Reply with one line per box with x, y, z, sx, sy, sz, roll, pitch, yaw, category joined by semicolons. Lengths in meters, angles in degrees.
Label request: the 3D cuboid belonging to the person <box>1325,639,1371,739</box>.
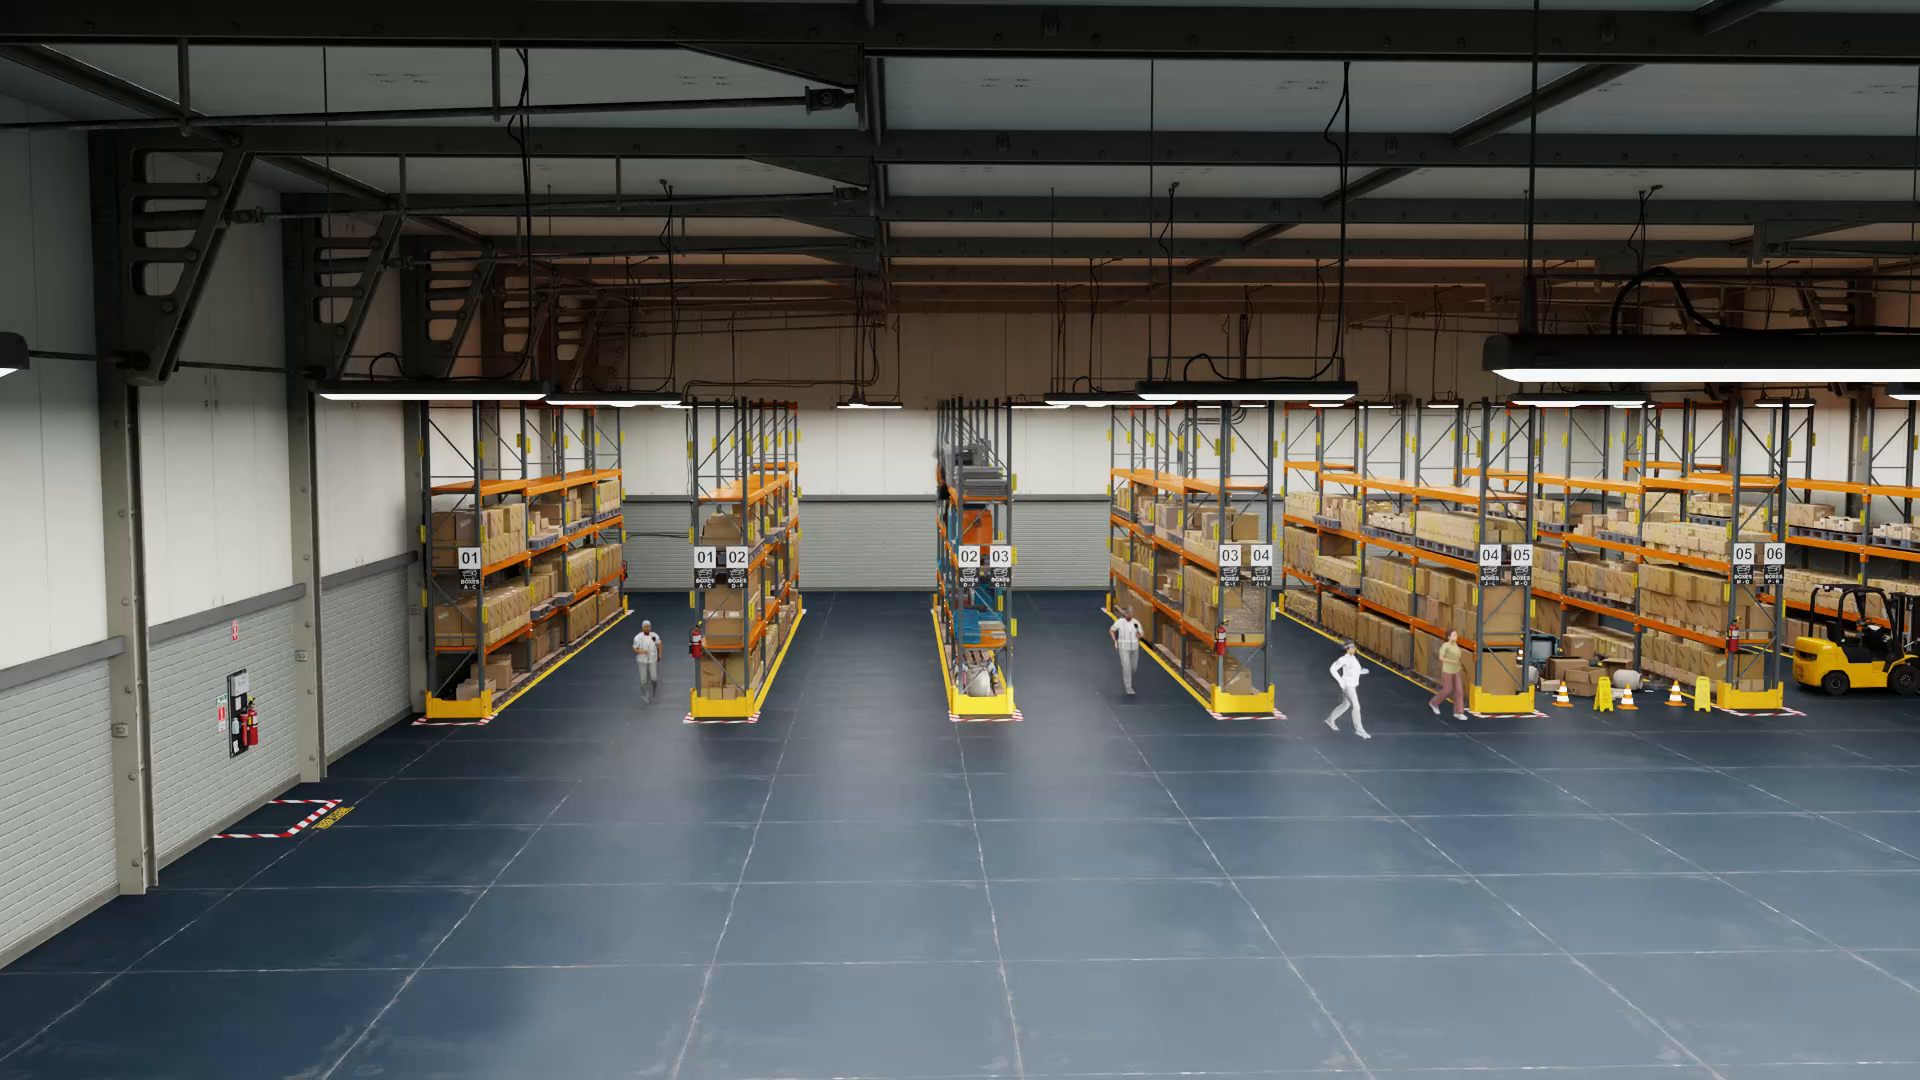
6.841;2.596;29.276;0.903;1.709;0.600;3;5;34;person

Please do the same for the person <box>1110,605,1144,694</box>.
3.428;2.203;33.913;0.658;1.758;0.959;-1;5;-14;person

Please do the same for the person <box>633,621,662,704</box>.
-6.095;2.390;32.443;0.559;1.640;0.639;-1;5;-14;person

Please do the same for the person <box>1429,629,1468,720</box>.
9.138;2.488;31.047;0.596;1.676;0.828;-3;5;-35;person
